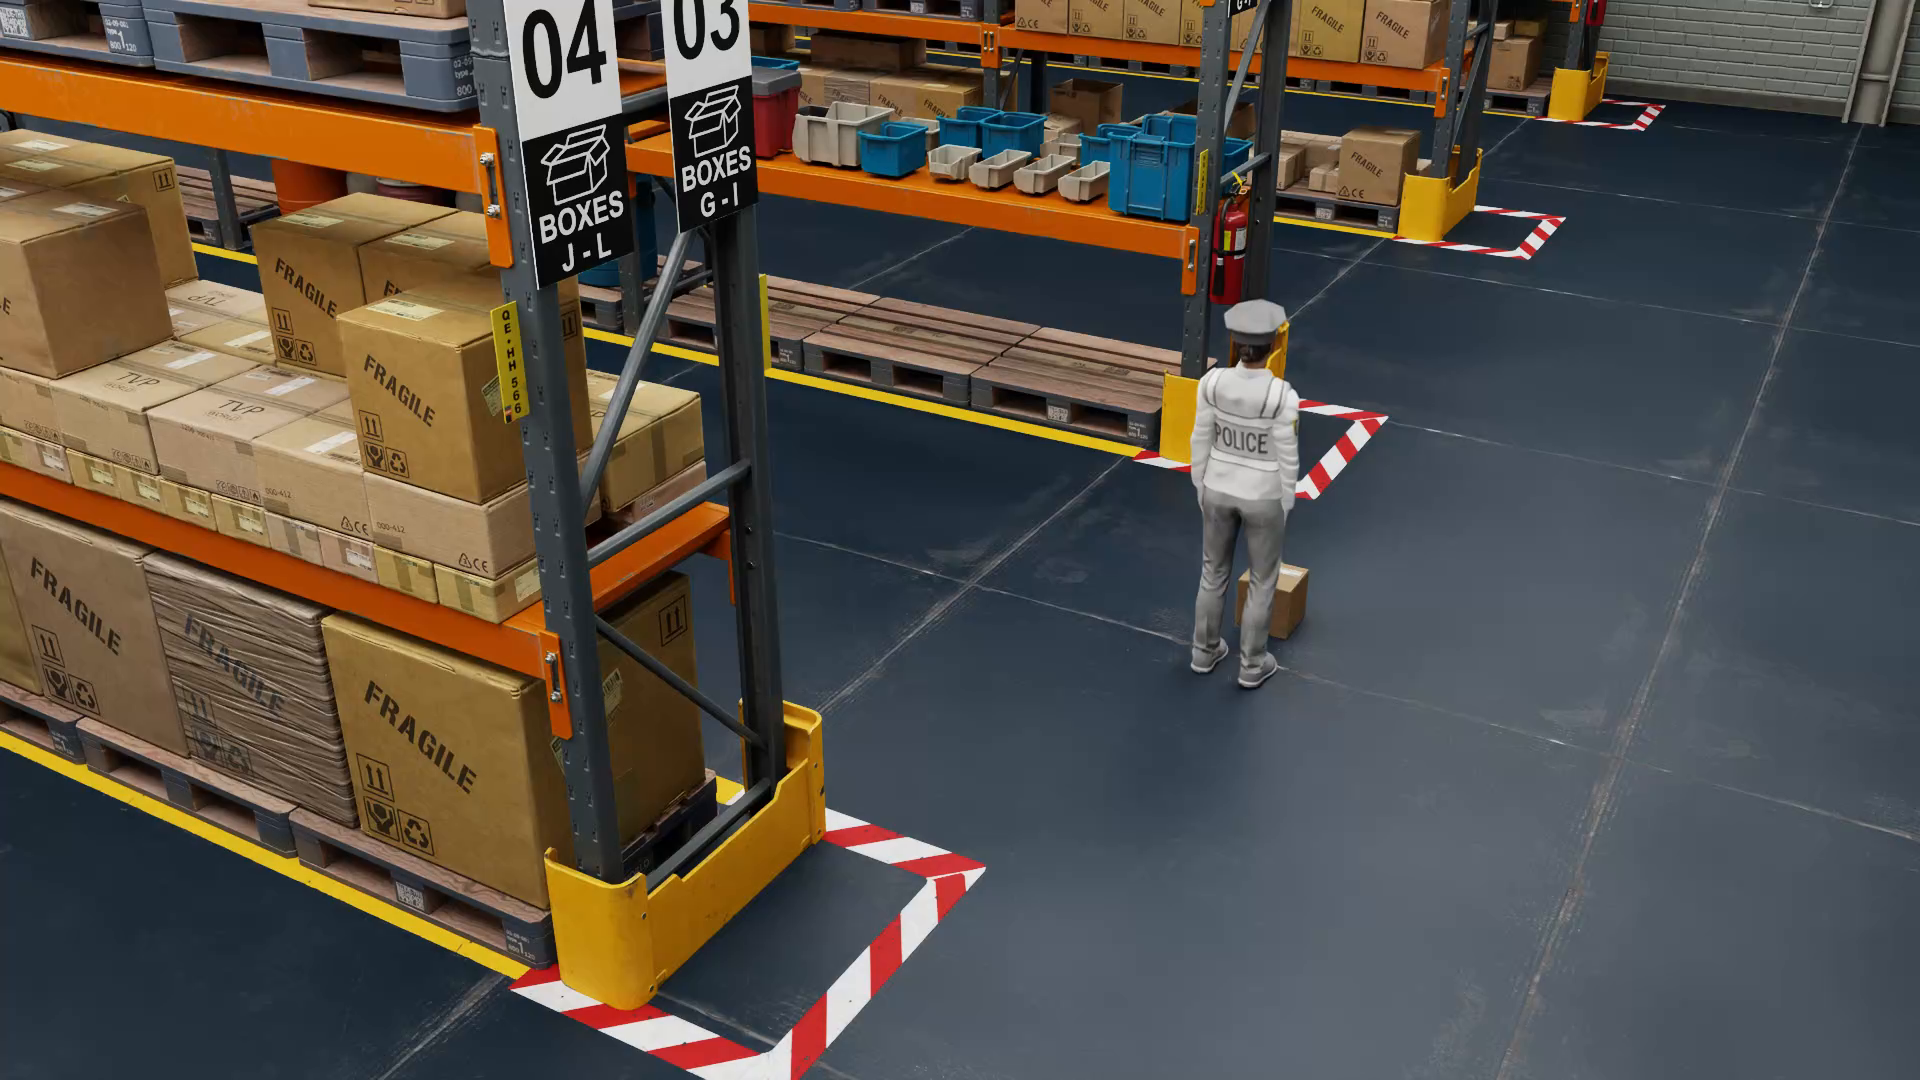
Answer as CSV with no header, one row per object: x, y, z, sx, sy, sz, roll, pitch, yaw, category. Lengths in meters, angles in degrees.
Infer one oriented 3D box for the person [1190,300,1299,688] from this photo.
1.190,-0.185,6.981,0.468,1.669,0.329,15,30,27,person
